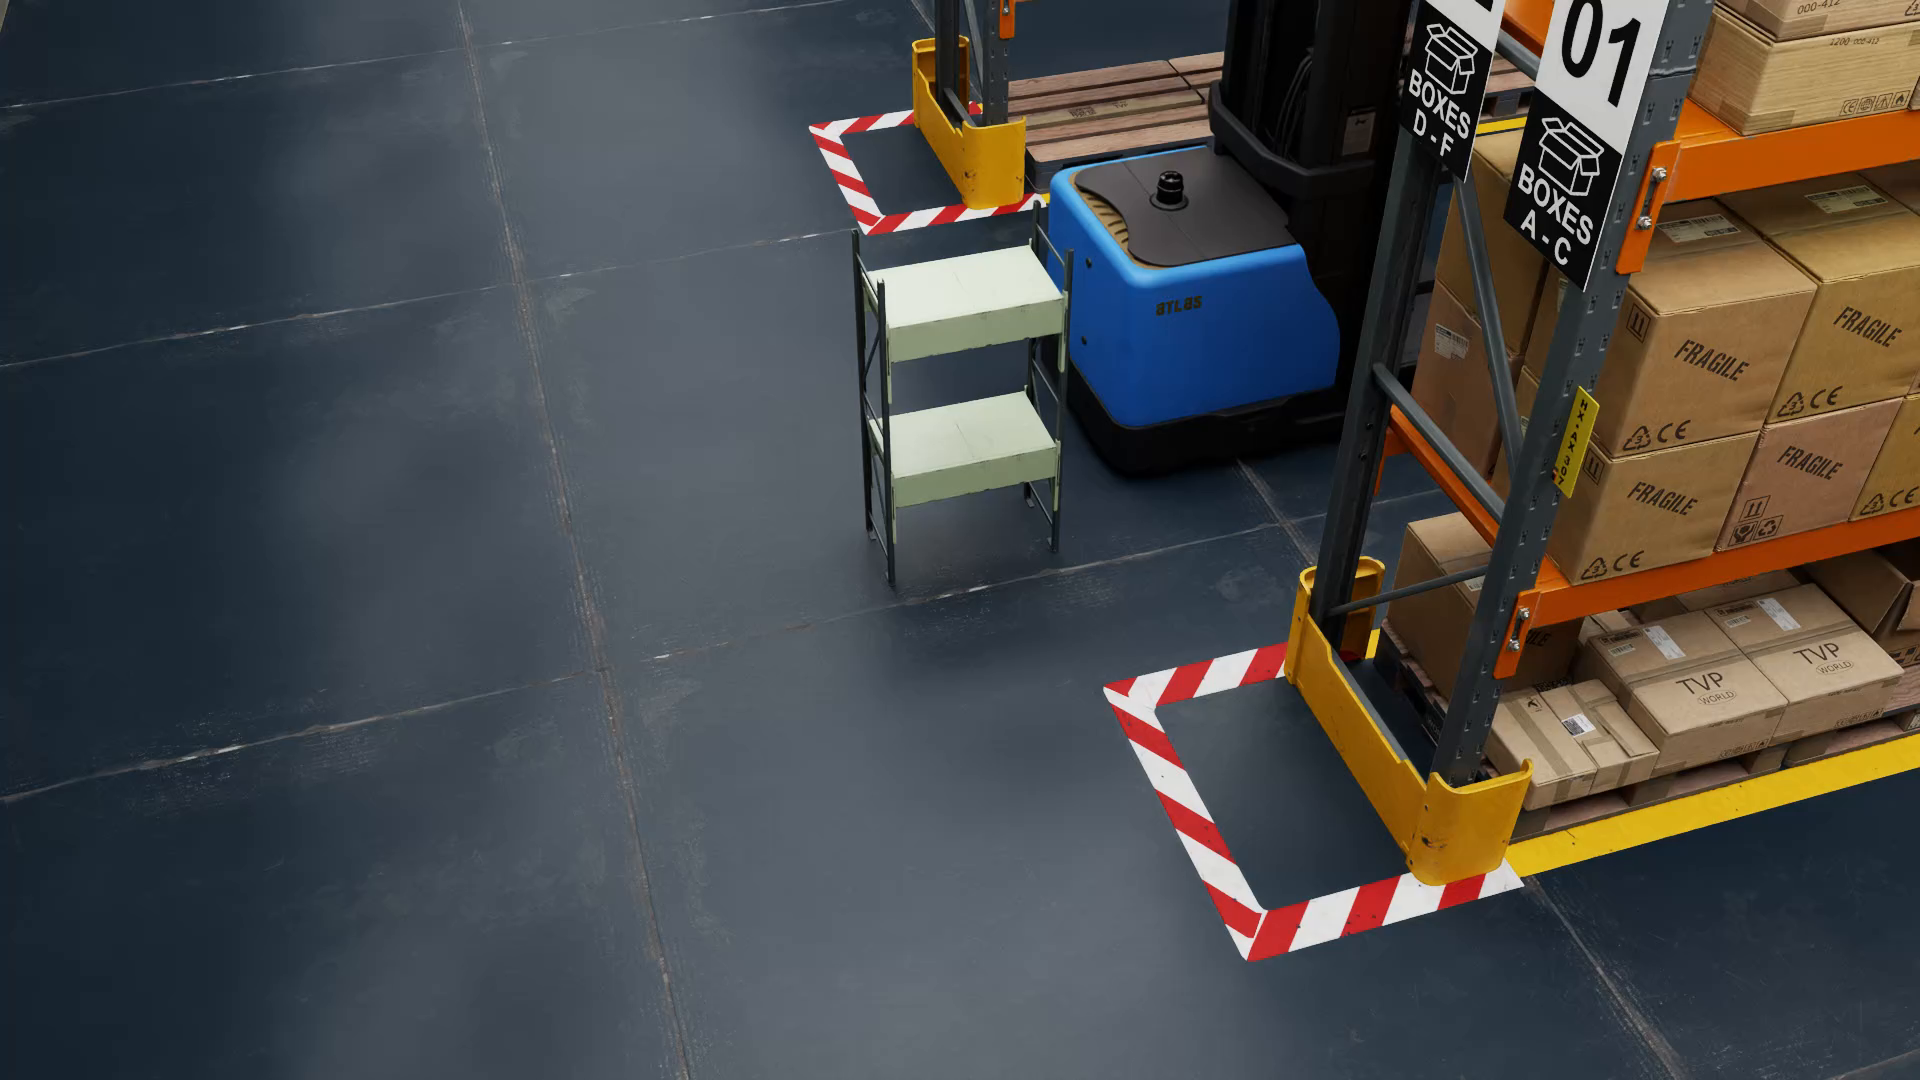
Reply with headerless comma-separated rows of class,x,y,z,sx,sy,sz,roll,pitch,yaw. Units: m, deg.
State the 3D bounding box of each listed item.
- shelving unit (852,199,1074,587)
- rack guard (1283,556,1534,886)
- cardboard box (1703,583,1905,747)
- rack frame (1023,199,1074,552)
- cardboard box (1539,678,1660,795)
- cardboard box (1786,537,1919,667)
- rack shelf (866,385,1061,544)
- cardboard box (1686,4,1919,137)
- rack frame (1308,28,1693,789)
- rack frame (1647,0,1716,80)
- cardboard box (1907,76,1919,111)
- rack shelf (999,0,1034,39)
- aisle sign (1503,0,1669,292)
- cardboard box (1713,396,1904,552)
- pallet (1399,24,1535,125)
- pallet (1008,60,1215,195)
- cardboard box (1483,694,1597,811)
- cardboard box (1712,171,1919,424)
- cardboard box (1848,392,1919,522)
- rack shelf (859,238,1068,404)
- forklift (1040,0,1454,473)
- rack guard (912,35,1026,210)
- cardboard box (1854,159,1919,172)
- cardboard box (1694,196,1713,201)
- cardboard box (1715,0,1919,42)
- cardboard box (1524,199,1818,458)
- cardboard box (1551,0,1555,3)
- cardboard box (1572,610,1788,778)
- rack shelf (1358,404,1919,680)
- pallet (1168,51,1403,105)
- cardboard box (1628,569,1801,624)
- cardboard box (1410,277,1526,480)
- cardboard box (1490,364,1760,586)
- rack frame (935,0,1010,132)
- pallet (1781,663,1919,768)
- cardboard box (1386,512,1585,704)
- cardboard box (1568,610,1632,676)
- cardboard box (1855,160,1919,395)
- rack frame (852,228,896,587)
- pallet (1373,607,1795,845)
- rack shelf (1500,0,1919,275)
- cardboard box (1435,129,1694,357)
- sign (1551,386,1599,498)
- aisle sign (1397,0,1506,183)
shelving unit,0.006,-0.566,6.758,0.755,1.500,0.431,-12,42,-13
rack guard,1.616,0.641,6.136,0.348,0.500,1.175,-12,42,-13
cardboard box,3.101,0.458,6.202,0.500,0.250,0.500,-12,42,-13
rack frame,0.355,-0.638,6.841,0.023,1.500,0.400,-12,42,-13
cardboard box,2.284,0.700,5.988,0.250,0.166,0.380,-12,42,-13
cardboard box,3.568,0.073,6.449,0.637,0.503,0.797,-12,42,-13
rack shelf,0.006,-0.321,6.973,0.720,0.370,0.431,-12,42,-13
cardboard box,2.110,-1.300,4.293,0.500,0.250,0.500,-12,42,-13
rack frame,1.543,-0.285,5.296,0.127,3.000,1.000,-12,42,-13
rack frame,1.543,-2.544,3.323,0.127,3.000,1.000,-12,42,-13
cardboard box,2.590,-1.391,4.396,0.500,0.250,0.500,-12,42,-13
rack shelf,1.966,-3.519,9.544,4.000,0.370,1.077,-12,42,-13
aisle sign,1.566,-1.066,4.215,0.004,0.787,0.394,-12,42,-13
cardboard box,2.536,-0.350,5.295,0.500,0.500,0.500,-12,43,-13
pallet,3.184,-2.965,10.483,1.213,0.211,1.003,-12,42,-13
pallet,0.857,-2.483,9.931,1.213,0.211,1.003,-12,42,-13
cardboard box,2.046,0.756,5.938,0.250,0.149,0.380,-12,42,-13
cardboard box,2.542,-0.730,4.969,0.500,0.500,0.500,-11,42,-13
cardboard box,3.016,-0.448,5.407,0.500,0.500,0.500,-12,43,-13
rack shelf,0.006,-0.860,6.501,0.720,0.370,0.431,-12,42,-13
forklift,1.969,-1.989,7.299,3.031,2.935,1.130,-13,43,-14
rack guard,0.040,-2.440,9.663,0.348,0.500,1.175,-12,42,-13
cardboard box,2.860,-1.166,5.468,0.500,0.500,0.500,-11,42,-12
cardboard box,2.367,-1.060,5.348,0.500,0.500,0.500,-11,42,-12
cardboard box,2.111,-1.485,4.124,0.500,0.250,0.500,-12,42,-13
cardboard box,2.046,-0.622,4.846,0.500,0.500,0.500,-10,42,-12
cardboard box,1.954,-1.625,4.665,0.500,0.250,0.500,-12,42,-13
cardboard box,2.624,0.556,6.089,0.500,0.250,0.500,-12,42,-13
rack shelf,3.451,-0.409,5.986,4.000,0.370,1.077,-12,42,-13
pallet,2.019,-2.722,10.205,1.213,0.211,1.003,-12,42,-13
cardboard box,2.903,0.154,6.550,0.500,0.250,0.500,-12,42,-13
cardboard box,1.889,-0.582,5.560,0.500,0.500,0.500,-10,42,-12
cardboard box,2.046,-0.245,5.175,0.500,0.500,0.500,-11,42,-12
rack frame,0.059,-3.394,8.855,0.127,3.000,1.000,-12,42,-13
pallet,3.537,0.353,6.685,1.213,0.211,1.003,-12,42,-13
cardboard box,1.988,0.229,6.274,0.500,0.500,0.500,-12,42,-13
cardboard box,2.401,0.331,6.411,0.250,0.166,0.380,-12,42,-13
cardboard box,3.021,-0.825,5.079,0.500,0.500,0.500,-11,42,-12
rack frame,-0.343,-0.494,6.675,0.023,1.500,0.400,-12,42,-13
pallet,2.376,0.592,6.412,1.213,0.211,1.003,-12,42,-13
rack shelf,3.451,-1.539,4.999,4.000,0.370,1.077,-12,42,-13
cardboard box,1.885,-0.960,5.233,0.500,0.500,0.500,-12,43,-13
sign,1.706,-0.271,4.622,0.005,0.325,0.100,-12,42,-13
aisle sign,1.386,-1.443,4.646,0.004,0.787,0.394,-12,42,-13
